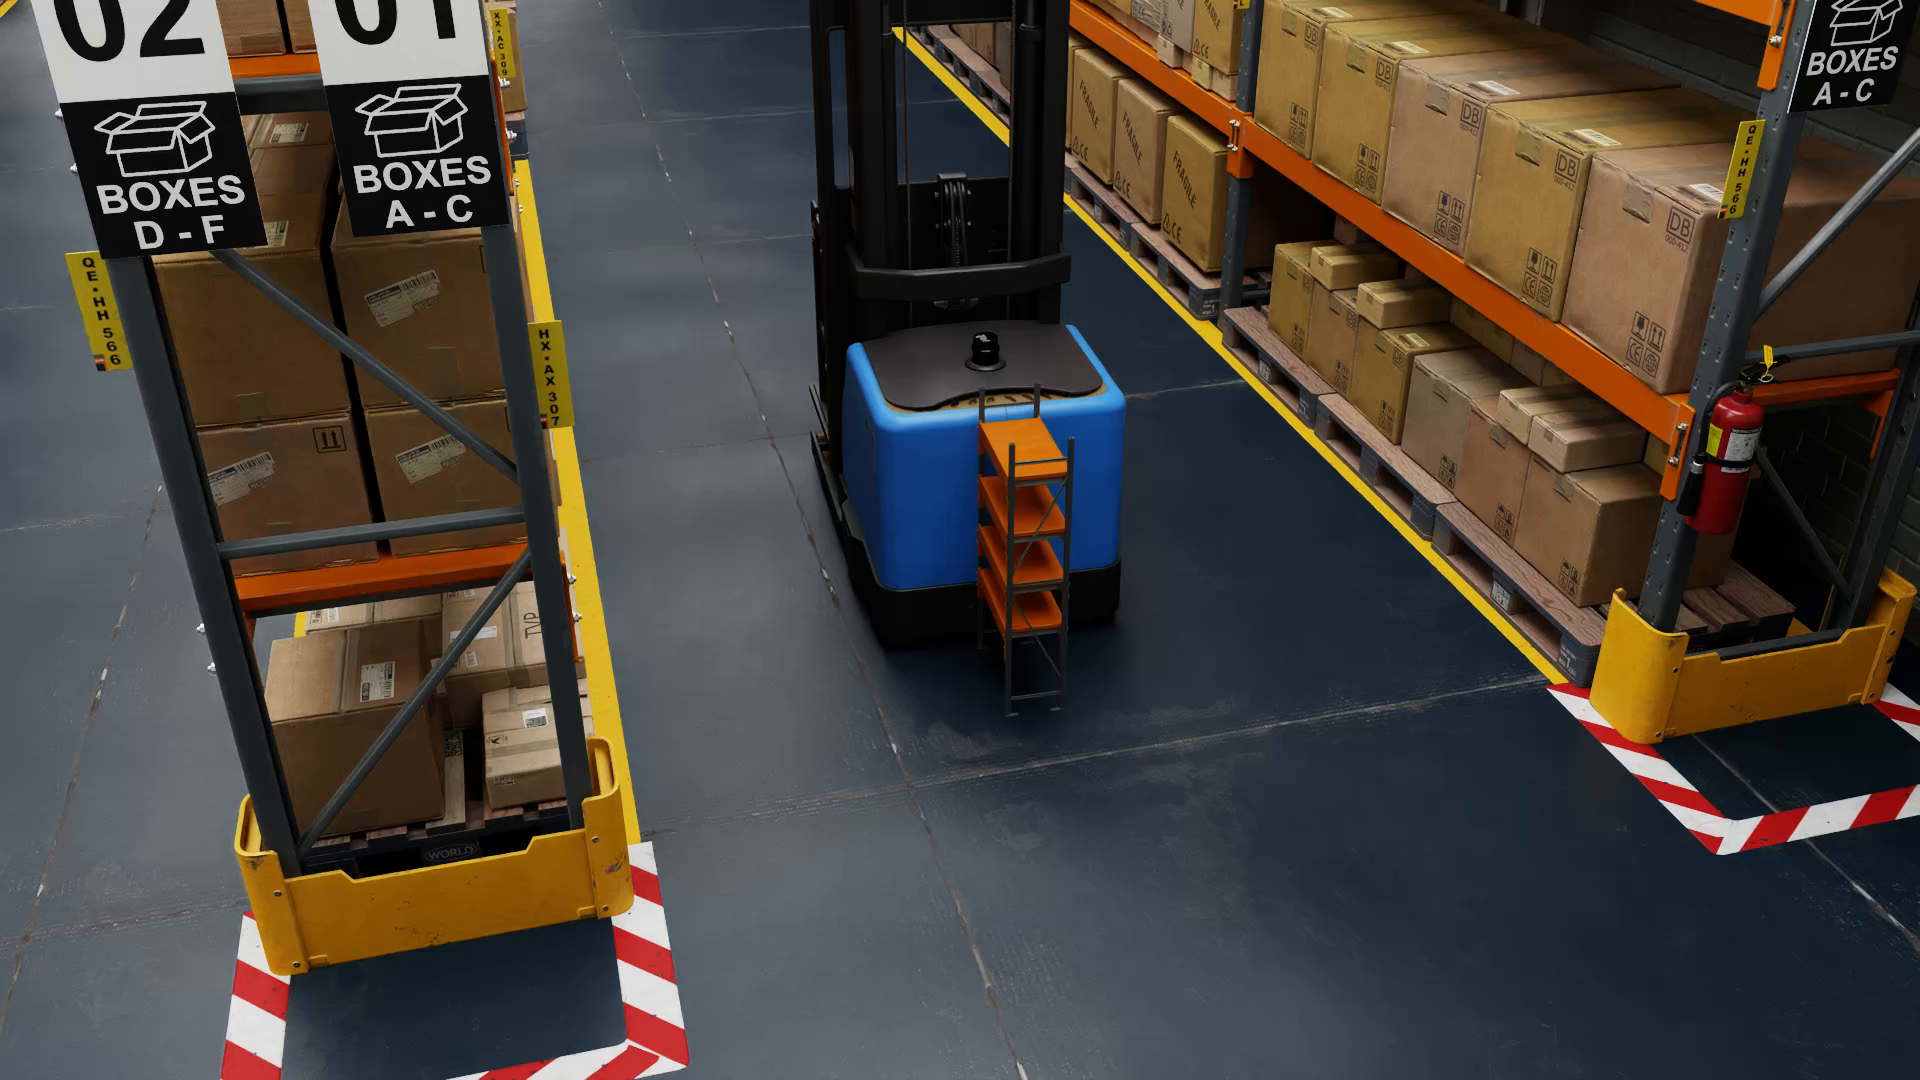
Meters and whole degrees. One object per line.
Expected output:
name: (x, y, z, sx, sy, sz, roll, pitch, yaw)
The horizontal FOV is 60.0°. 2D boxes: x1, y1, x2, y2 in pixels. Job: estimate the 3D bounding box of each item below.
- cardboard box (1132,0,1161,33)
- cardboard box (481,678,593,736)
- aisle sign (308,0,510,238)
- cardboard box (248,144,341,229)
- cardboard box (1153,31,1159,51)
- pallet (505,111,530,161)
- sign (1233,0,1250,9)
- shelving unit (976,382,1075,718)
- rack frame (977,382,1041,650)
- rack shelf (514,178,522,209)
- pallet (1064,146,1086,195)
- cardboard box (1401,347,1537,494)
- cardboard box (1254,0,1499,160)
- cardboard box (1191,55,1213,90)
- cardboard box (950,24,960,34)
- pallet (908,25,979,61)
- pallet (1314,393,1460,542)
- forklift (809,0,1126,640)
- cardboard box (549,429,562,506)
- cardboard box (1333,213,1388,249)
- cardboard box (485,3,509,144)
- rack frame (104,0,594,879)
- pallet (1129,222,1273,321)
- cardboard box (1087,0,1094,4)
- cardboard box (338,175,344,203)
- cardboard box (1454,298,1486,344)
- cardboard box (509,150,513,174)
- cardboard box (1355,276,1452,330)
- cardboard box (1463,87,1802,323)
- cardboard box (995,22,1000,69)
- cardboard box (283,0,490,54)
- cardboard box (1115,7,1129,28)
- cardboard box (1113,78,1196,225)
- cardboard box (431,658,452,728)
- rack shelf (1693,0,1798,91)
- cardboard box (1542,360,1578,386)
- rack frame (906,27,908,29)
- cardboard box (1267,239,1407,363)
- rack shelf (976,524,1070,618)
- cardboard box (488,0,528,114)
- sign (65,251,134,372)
cardboard box: (1.399, -3.467, 10.330, 0.500, 0.500, 0.500, -8, 31, -13)
cardboard box: (-1.525, 0.651, 6.020, 0.380, 0.166, 0.250, -8, 31, -13)
aisle sign: (-1.378, -1.147, 4.143, 0.394, 0.787, 0.004, -8, 31, -13)
cardboard box: (-2.197, -0.914, 5.238, 0.500, 0.500, 0.500, -7, 31, -12)
cardboard box: (1.429, -3.131, 10.395, 0.380, 0.149, 0.250, -8, 31, -13)
pallet: (-2.847, -2.265, 8.861, 1.003, 0.211, 1.213, -8, 31, -13)
sign: (1.514, -2.998, 8.859, 0.100, 0.325, 0.005, -8, 31, -13)
shelving unit: (0.243, 0.044, 6.476, 0.258, 1.200, 0.503, -6, 31, -11)
rack frame: (0.191, -0.075, 6.683, 0.240, 1.200, 0.015, -6, 31, -11)
rack shelf: (-3.271, -2.603, 9.970, 1.077, 0.370, 4.000, -8, 31, -13)
pallet: (1.109, -2.943, 12.623, 1.003, 0.211, 1.213, -8, 31, -13)
cardboard box: (2.547, -0.586, 7.844, 0.700, 0.500, 0.500, -9, 31, -15)
cardboard box: (2.163, -2.474, 8.731, 0.980, 0.700, 0.700, -7, 31, -13)
cardboard box: (1.582, -2.753, 9.742, 0.380, 0.149, 0.250, -7, 31, -12)
cardboard box: (0.308, -4.985, 15.424, 0.700, 0.500, 0.500, -8, 31, -14)
pallet: (0.119, -4.890, 15.987, 1.003, 0.211, 1.213, -8, 31, -13)
pallet: (2.488, -0.434, 8.288, 1.003, 0.211, 1.213, -8, 31, -13)
forklift: (-0.134, -1.577, 7.549, 1.130, 2.935, 3.031, -6, 31, -11)
cardboard box: (-2.117, -0.375, 7.648, 0.500, 0.311, 0.500, -8, 31, -13)
cardboard box: (2.287, -1.711, 9.140, 0.380, 0.149, 0.250, -8, 31, -14)
cardboard box: (-2.218, -1.967, 7.056, 0.500, 0.500, 0.500, -8, 31, -14)
rack frame: (-1.679, -0.016, 4.783, 1.000, 3.000, 0.127, -8, 31, -13)
pallet: (1.757, -1.764, 10.587, 1.003, 0.211, 1.213, -8, 31, -13)
cardboard box: (1.070, -3.883, 11.695, 0.380, 0.149, 0.250, -8, 31, -14)
cardboard box: (-1.688, -0.993, 5.373, 0.500, 0.500, 0.500, -8, 31, -13)
cardboard box: (2.635, -1.083, 8.055, 0.380, 0.149, 0.250, -8, 31, -14)
cardboard box: (-2.084, -1.287, 6.880, 0.500, 0.500, 0.500, -7, 31, -12)
cardboard box: (2.188, -1.173, 8.210, 0.380, 0.149, 0.250, -9, 31, -15)
cardboard box: (2.747, -1.401, 6.877, 0.980, 0.700, 0.700, -8, 31, -14)
cardboard box: (0.707, -4.254, 14.161, 0.700, 0.500, 0.500, -8, 31, -13)
cardboard box: (-1.570, -1.531, 4.557, 0.500, 0.250, 0.500, -8, 31, -13)
cardboard box: (1.255, -3.511, 11.053, 0.380, 0.149, 0.250, -8, 31, -13)
cardboard box: (1.498, -2.585, 10.949, 0.750, 0.750, 0.750, -7, 31, -12)
cardboard box: (-2.081, 0.582, 6.139, 0.380, 0.166, 0.250, -8, 31, -13)
rack shelf: (2.565, -2.629, 7.022, 1.077, 0.370, 4.000, -8, 31, -13)
cardboard box: (2.839, -0.714, 7.417, 0.380, 0.149, 0.250, -8, 31, -13)
rack frame: (-0.089, -6.472, 15.938, 1.000, 3.000, 0.127, -8, 31, -13)
cardboard box: (2.134, -1.334, 9.136, 0.700, 0.500, 0.500, -7, 31, -13)
rack shelf: (0.243, 0.102, 6.510, 0.258, 0.148, 0.480, -6, 31, -11)
cardboard box: (-2.651, -2.432, 8.438, 0.700, 0.500, 0.500, -19, 35, -30)
sign: (-2.219, -0.590, 4.303, 0.100, 0.325, 0.005, -8, 31, -13)
